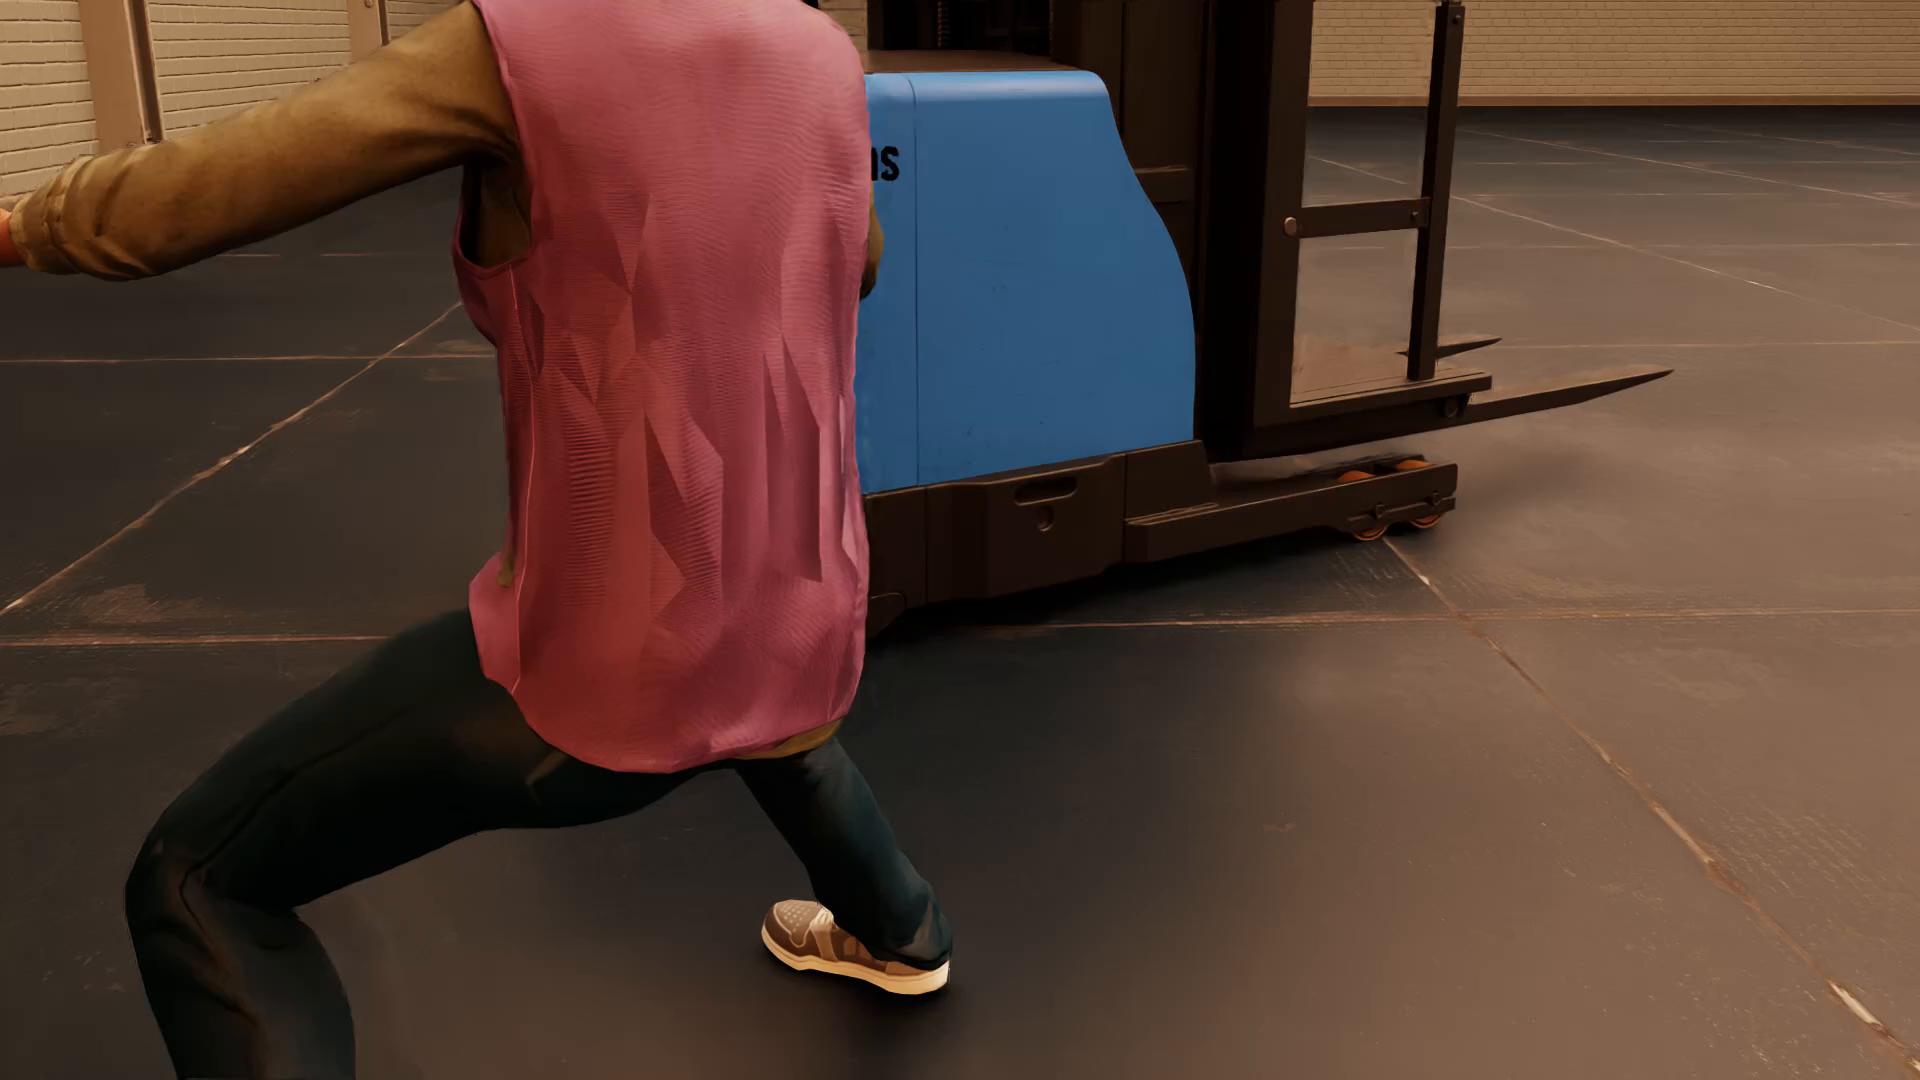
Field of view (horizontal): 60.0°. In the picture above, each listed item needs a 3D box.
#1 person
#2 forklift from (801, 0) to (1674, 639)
[{"bbox_3d":[-0.376,0.023,1.503,1.103,1.369,0.601,-15,23,-40],"label":"person"},{"bbox_3d":[0.596,-1.515,3.860,3.031,2.935,1.130,-11,20,-32],"label":"forklift"}]
